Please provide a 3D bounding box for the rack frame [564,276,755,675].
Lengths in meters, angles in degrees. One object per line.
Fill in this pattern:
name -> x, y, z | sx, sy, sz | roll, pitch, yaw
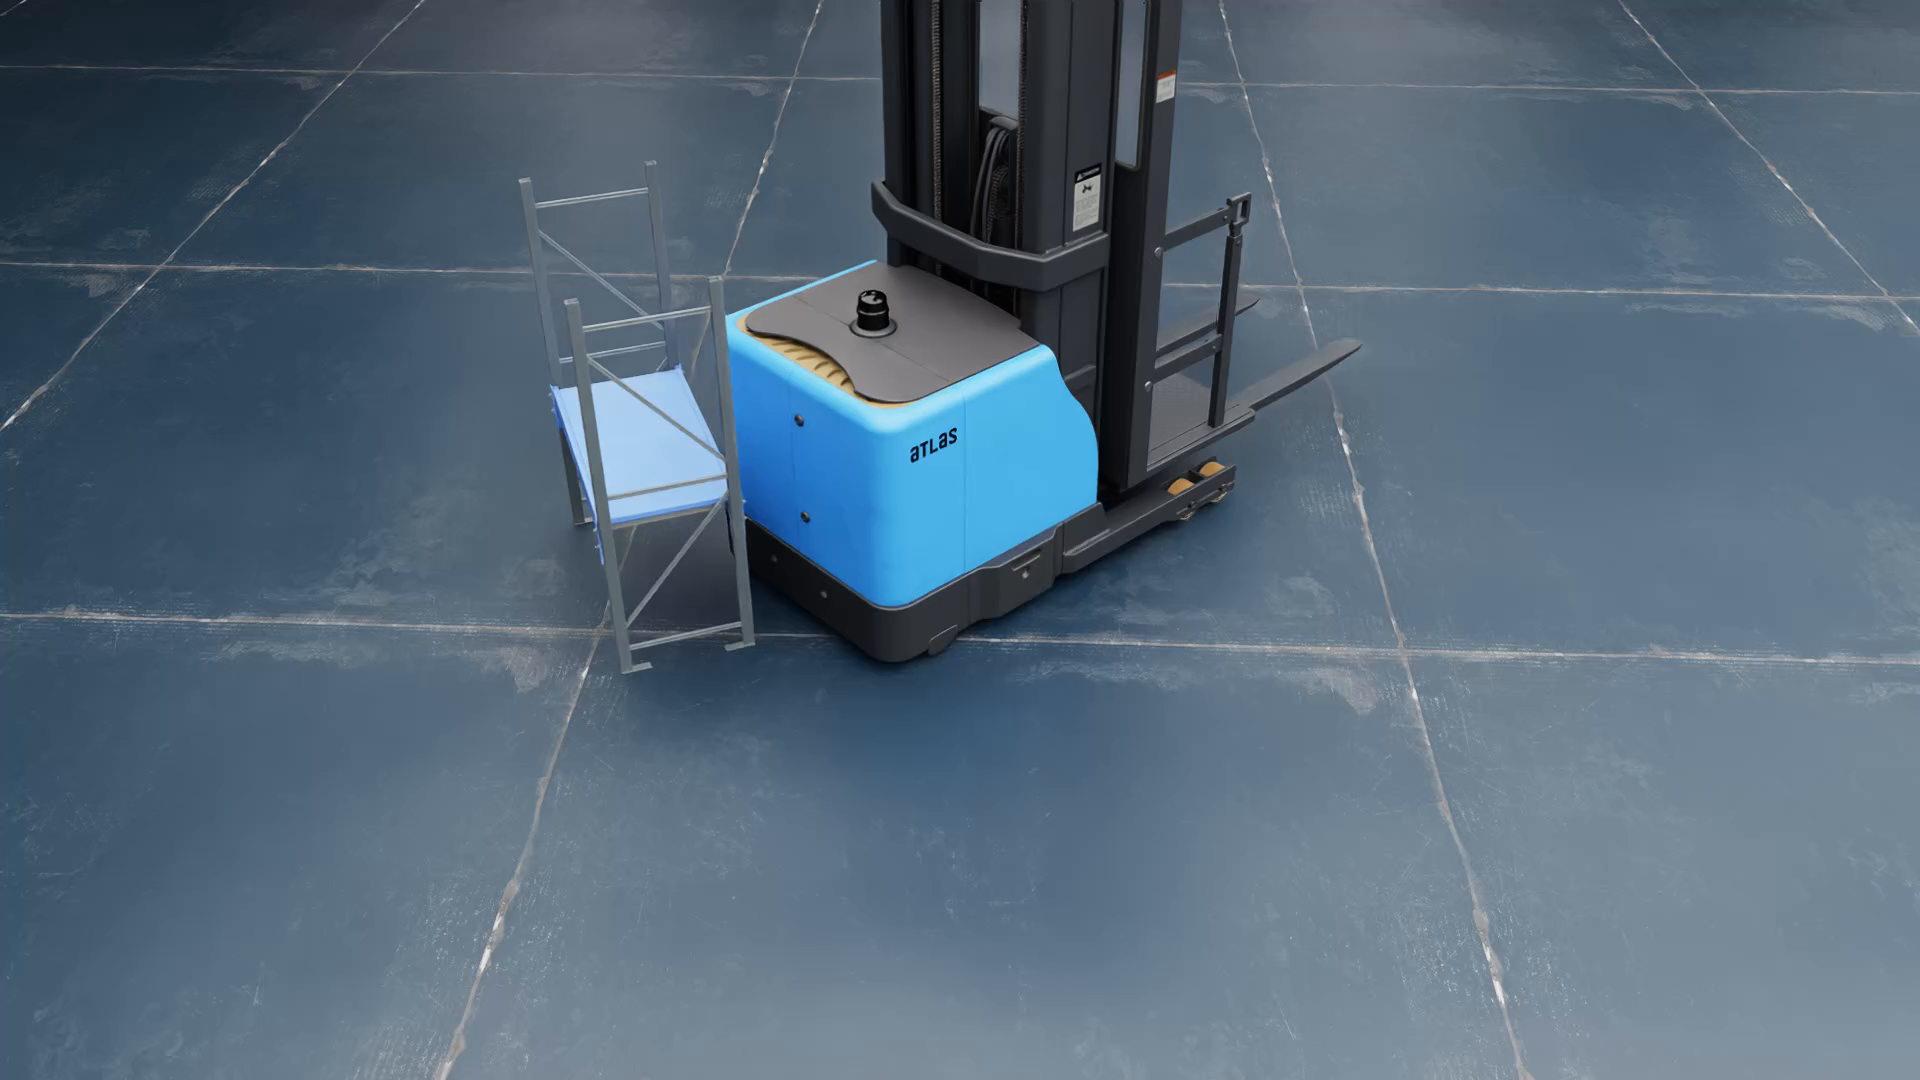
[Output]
rack frame -> -1.002, -0.179, 5.700 | 0.500, 1.500, 0.032 | -12, 37, -16

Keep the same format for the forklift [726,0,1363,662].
forklift -> 0.516, -1.483, 6.311 | 3.031, 2.935, 1.130 | -28, 44, -33

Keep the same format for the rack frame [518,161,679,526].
rack frame -> -1.353, -0.728, 6.481 | 0.500, 1.500, 0.032 | -12, 37, -16

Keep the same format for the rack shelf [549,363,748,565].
rack shelf -> -1.177, -0.306, 6.194 | 0.538, 0.185, 1.000 | -12, 37, -16

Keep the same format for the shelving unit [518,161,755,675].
shelving unit -> -1.177, -0.453, 6.090 | 0.538, 1.500, 1.048 | -12, 37, -16
